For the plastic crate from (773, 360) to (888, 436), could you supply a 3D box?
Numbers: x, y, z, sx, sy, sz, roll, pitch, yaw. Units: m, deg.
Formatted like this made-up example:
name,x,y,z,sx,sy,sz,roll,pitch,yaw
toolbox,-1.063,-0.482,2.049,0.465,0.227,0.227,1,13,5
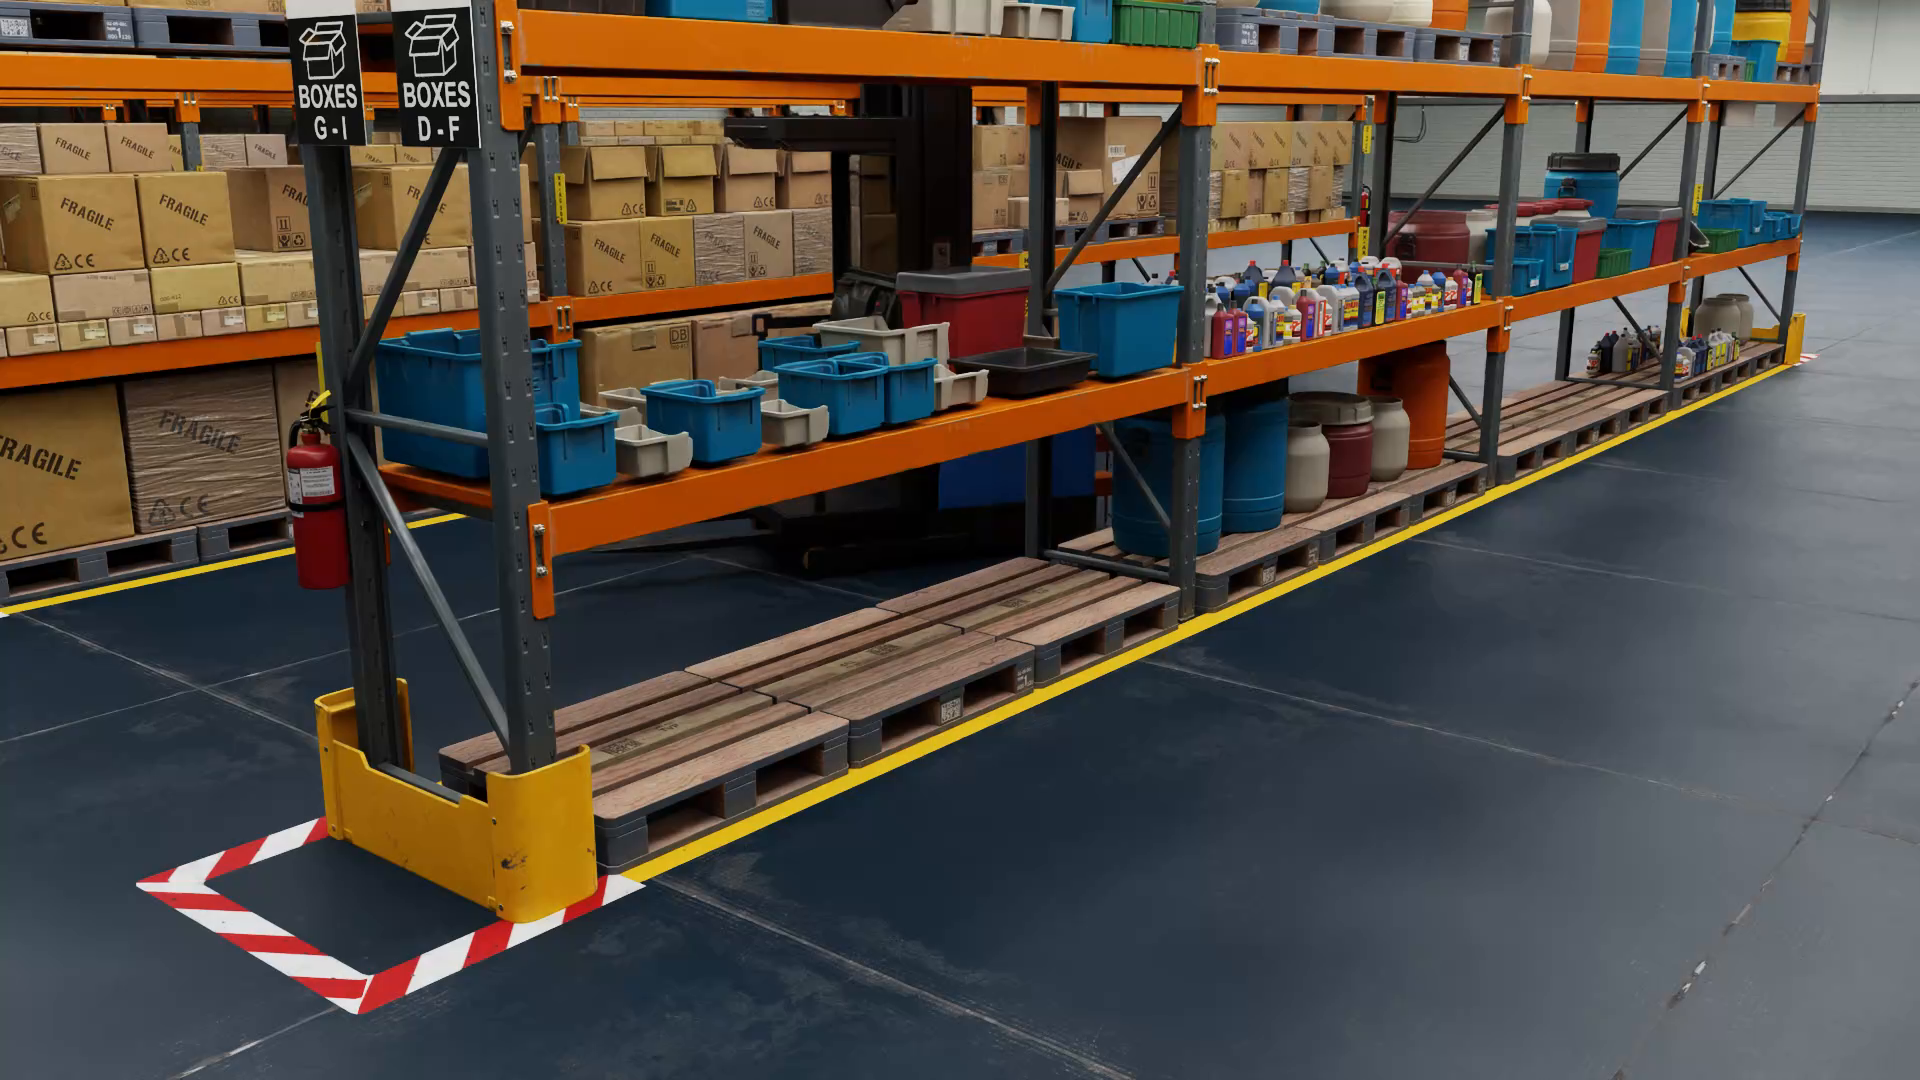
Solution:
name,x,y,z,sx,sy,sz,roll,pitch,yaw
plastic crate,-0.497,-0.549,6.412,0.416,0.233,0.300,11,18,38

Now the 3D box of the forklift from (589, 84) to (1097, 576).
name,x,y,z,sx,sy,sz,roll,pitch,yaw
forklift,-0.738,-1.365,9.544,3.031,2.935,1.130,-6,15,-23

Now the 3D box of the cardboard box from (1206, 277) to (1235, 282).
name,x,y,z,sx,sy,sz,roll,pitch,yaw
cardboard box,2.920,-2.722,18.969,0.500,0.500,0.500,9,17,33

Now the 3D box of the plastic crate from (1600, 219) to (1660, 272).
name,x,y,z,sx,sy,sz,roll,pitch,yaw
plastic crate,5.355,-2.384,13.448,0.392,0.384,0.575,11,18,38

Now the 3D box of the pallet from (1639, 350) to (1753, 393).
name,x,y,z,sx,sy,sz,roll,pitch,yaw
pallet,7.027,-1.656,16.215,1.003,0.211,1.213,11,18,38

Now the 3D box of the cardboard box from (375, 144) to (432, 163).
name,x,y,z,sx,sy,sz,roll,pitch,yaw
cardboard box,-7.155,-4.835,21.404,0.500,0.500,0.500,12,18,38

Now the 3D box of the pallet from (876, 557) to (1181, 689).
name,x,y,z,sx,sy,sz,roll,pitch,yaw
pallet,0.346,0.379,8.201,1.003,0.211,1.213,11,18,38

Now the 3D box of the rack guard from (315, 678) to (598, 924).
name,x,y,z,sx,sy,sz,roll,pitch,yaw
rack guard,-1.741,0.865,5.702,1.175,0.500,0.348,11,18,38

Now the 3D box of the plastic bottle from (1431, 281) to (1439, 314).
name,x,y,z,sx,sy,sz,roll,pitch,yaw
plastic bottle,2.955,-1.526,10.441,0.097,0.201,0.097,0,14,0

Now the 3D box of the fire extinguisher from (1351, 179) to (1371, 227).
name,x,y,z,sx,sy,sz,roll,pitch,yaw
fire extinguisher,4.898,-4.097,20.314,0.296,0.674,0.183,11,18,38

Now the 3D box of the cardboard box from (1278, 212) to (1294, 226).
name,x,y,z,sx,sy,sz,roll,pitch,yaw
cardboard box,3.588,-3.672,18.995,0.380,0.149,0.250,11,18,38

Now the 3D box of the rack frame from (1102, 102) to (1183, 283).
name,x,y,z,sx,sy,sz,roll,pitch,yaw
rack frame,1.954,-3.418,17.484,1.000,3.000,0.127,11,18,38

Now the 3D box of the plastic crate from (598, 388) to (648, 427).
name,x,y,z,sx,sy,sz,roll,pitch,yaw
plastic crate,-1.171,-0.492,6.380,0.396,0.136,0.243,11,18,38

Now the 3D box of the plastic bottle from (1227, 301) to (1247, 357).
name,x,y,z,sx,sy,sz,roll,pitch,yaw
plastic bottle,1.424,-1.092,8.567,0.061,0.283,0.133,11,18,38

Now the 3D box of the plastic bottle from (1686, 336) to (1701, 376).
name,x,y,z,sx,sy,sz,roll,pitch,yaw
plastic bottle,6.636,-1.671,15.095,0.144,0.351,0.185,12,18,39

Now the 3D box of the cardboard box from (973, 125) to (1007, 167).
name,x,y,z,sx,sy,sz,roll,pitch,yaw
cardboard box,0.136,-5.382,22.719,0.875,0.550,0.550,11,18,38

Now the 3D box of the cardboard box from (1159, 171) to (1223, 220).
name,x,y,z,sx,sy,sz,roll,pitch,yaw
cardboard box,2.285,-3.687,17.737,0.875,0.500,0.500,11,18,38

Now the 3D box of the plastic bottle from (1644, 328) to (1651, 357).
name,x,y,z,sx,sy,sz,roll,pitch,yaw
plastic bottle,6.723,-1.943,16.329,0.097,0.271,0.097,0,14,0

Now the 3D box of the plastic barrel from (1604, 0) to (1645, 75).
name,x,y,z,sx,sy,sz,roll,pitch,yaw
plastic barrel,4.833,-3.966,12.534,0.600,0.901,0.708,11,18,38

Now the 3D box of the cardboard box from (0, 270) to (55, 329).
name,x,y,z,sx,sy,sz,roll,pitch,yaw
cardboard box,-5.077,-1.241,8.617,0.500,0.250,0.500,11,18,36

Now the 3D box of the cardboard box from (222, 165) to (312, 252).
name,x,y,z,sx,sy,sz,roll,pitch,yaw
cardboard box,-4.213,-2.075,10.376,0.500,0.500,0.500,11,18,36

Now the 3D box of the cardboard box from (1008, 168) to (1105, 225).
name,x,y,z,sx,sy,sz,roll,pitch,yaw
cardboard box,0.936,-3.325,16.056,0.797,0.503,0.637,14,20,43

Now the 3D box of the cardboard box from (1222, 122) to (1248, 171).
name,x,y,z,sx,sy,sz,roll,pitch,yaw
cardboard box,2.747,-4.238,17.874,0.500,0.500,0.500,11,18,38

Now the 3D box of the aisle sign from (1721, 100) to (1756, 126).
name,x,y,z,sx,sy,sz,roll,pitch,yaw
aisle sign,8.138,-4.736,17.395,0.394,0.787,0.004,11,18,38

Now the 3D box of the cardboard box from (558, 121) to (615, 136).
name,x,y,z,sx,sy,sz,roll,pitch,yaw
cardboard box,-5.309,-5.679,23.548,0.700,0.500,0.500,11,18,37

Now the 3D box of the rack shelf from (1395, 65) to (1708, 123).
name,x,y,z,sx,sy,sz,roll,pitch,yaw
rack shelf,4.549,-3.373,12.678,1.077,0.370,4.000,11,18,38

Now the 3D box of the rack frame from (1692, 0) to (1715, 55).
name,x,y,z,sx,sy,sz,roll,pitch,yaw
rack frame,5.806,-5.559,13.728,1.000,3.000,0.127,11,18,38

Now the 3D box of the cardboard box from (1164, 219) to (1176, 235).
name,x,y,z,sx,sy,sz,roll,pitch,yaw
cardboard box,2.323,-3.290,17.494,0.380,0.149,0.250,11,18,38

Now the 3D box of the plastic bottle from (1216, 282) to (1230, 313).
name,x,y,z,sx,sy,sz,roll,pitch,yaw
plastic bottle,1.514,-1.359,9.641,0.097,0.271,0.097,0,14,0

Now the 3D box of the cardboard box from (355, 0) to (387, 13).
name,x,y,z,sx,sy,sz,roll,pitch,yaw
cardboard box,-3.861,-3.378,9.978,0.700,0.500,0.500,12,19,40

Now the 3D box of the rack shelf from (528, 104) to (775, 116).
name,x,y,z,sx,sy,sz,roll,pitch,yaw
rack shelf,-4.497,-6.439,24.748,1.077,0.370,4.000,11,18,38

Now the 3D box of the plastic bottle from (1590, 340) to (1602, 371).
name,x,y,z,sx,sy,sz,roll,pitch,yaw
plastic bottle,5.852,-1.691,15.311,0.061,0.283,0.133,12,19,40

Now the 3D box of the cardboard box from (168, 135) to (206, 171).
name,x,y,z,sx,sy,sz,roll,pitch,yaw
cardboard box,-9.023,-4.385,19.059,0.500,0.500,0.500,11,18,38

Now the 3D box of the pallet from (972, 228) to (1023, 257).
name,x,y,z,sx,sy,sz,roll,pitch,yaw
pallet,-0.195,-2.712,15.094,1.213,0.211,1.003,11,18,38

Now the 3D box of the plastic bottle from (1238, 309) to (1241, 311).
name,x,y,z,sx,sy,sz,roll,pitch,yaw
plastic bottle,1.487,-1.138,8.915,0.097,0.201,0.097,0,14,0

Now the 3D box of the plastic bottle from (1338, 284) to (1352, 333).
name,x,y,z,sx,sy,sz,roll,pitch,yaw
plastic bottle,2.187,-1.326,9.512,0.097,0.271,0.097,0,14,0

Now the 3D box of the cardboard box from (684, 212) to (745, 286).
name,x,y,z,sx,sy,sz,roll,pitch,yaw
cardboard box,-1.960,-2.176,12.392,0.500,0.500,0.500,11,18,36

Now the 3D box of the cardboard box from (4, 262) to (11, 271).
name,x,y,z,sx,sy,sz,roll,pitch,yaw
cardboard box,-5.171,-1.422,9.328,0.500,0.250,0.500,11,18,37

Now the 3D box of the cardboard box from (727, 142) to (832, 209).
name,x,y,z,sx,sy,sz,roll,pitch,yaw
cardboard box,-1.444,-2.924,13.302,0.797,0.503,0.637,12,18,39

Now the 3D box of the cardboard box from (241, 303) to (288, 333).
name,x,y,z,sx,sy,sz,roll,pitch,yaw
cardboard box,-4.143,-1.309,9.696,0.380,0.149,0.250,11,18,36

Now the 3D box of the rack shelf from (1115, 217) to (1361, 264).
name,x,y,z,sx,sy,sz,roll,pitch,yaw
rack shelf,3.211,-3.452,19.080,1.077,0.370,4.000,11,18,38

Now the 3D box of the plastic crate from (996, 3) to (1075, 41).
name,x,y,z,sx,sy,sz,roll,pitch,yaw
plastic crate,0.275,-2.143,6.908,0.293,0.136,0.466,11,18,38

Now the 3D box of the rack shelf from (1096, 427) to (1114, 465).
name,x,y,z,sx,sy,sz,roll,pitch,yaw
rack shelf,0.846,-0.564,10.252,0.240,0.259,0.215,-6,15,-23

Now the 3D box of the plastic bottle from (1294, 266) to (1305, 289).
name,x,y,z,sx,sy,sz,roll,pitch,yaw
plastic bottle,2.155,-1.614,10.644,0.097,0.271,0.097,0,14,0

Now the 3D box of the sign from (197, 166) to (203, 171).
name,x,y,z,sx,sy,sz,roll,pitch,yaw
sign,-6.442,-3.010,14.119,0.100,0.325,0.005,11,18,38

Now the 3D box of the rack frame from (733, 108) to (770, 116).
name,x,y,z,sx,sy,sz,roll,pitch,yaw
rack frame,-3.240,-5.717,26.536,1.000,3.000,0.127,11,18,38

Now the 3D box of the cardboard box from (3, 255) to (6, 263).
name,x,y,z,sx,sy,sz,roll,pitch,yaw
cardboard box,-7.688,-2.209,13.236,0.380,0.149,0.250,11,18,37

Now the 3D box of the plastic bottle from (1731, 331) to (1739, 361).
name,x,y,z,sx,sy,sz,roll,pitch,yaw
plastic bottle,7.448,-1.869,16.012,0.061,0.283,0.133,12,18,39

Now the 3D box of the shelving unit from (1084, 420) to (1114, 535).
name,x,y,z,sx,sy,sz,roll,pitch,yaw
shelving unit,0.846,-0.574,10.250,0.252,1.050,0.215,-6,15,-23

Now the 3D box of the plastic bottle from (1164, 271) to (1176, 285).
name,x,y,z,sx,sy,sz,roll,pitch,yaw
plastic bottle,1.218,-1.357,9.474,0.144,0.351,0.185,11,18,38

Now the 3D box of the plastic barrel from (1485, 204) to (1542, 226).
name,x,y,z,sx,sy,sz,roll,pitch,yaw
plastic barrel,4.301,-2.344,12.983,0.433,0.535,0.433,0,14,0

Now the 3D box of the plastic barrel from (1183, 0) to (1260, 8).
name,x,y,z,sx,sy,sz,roll,pitch,yaw
plastic barrel,1.304,-2.904,8.242,0.433,0.535,0.433,0,14,0

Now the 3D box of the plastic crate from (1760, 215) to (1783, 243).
name,x,y,z,sx,sy,sz,roll,pitch,yaw
plastic crate,7.826,-3.079,16.455,0.499,0.251,0.408,11,18,38

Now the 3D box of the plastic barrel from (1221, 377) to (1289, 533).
name,x,y,z,sx,sy,sz,roll,pitch,yaw
plastic barrel,1.578,-0.543,9.576,0.600,0.901,0.708,11,18,38

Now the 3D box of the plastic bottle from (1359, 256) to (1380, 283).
name,x,y,z,sx,sy,sz,roll,pitch,yaw
plastic bottle,2.769,-1.792,11.337,0.152,0.276,0.135,11,18,38
